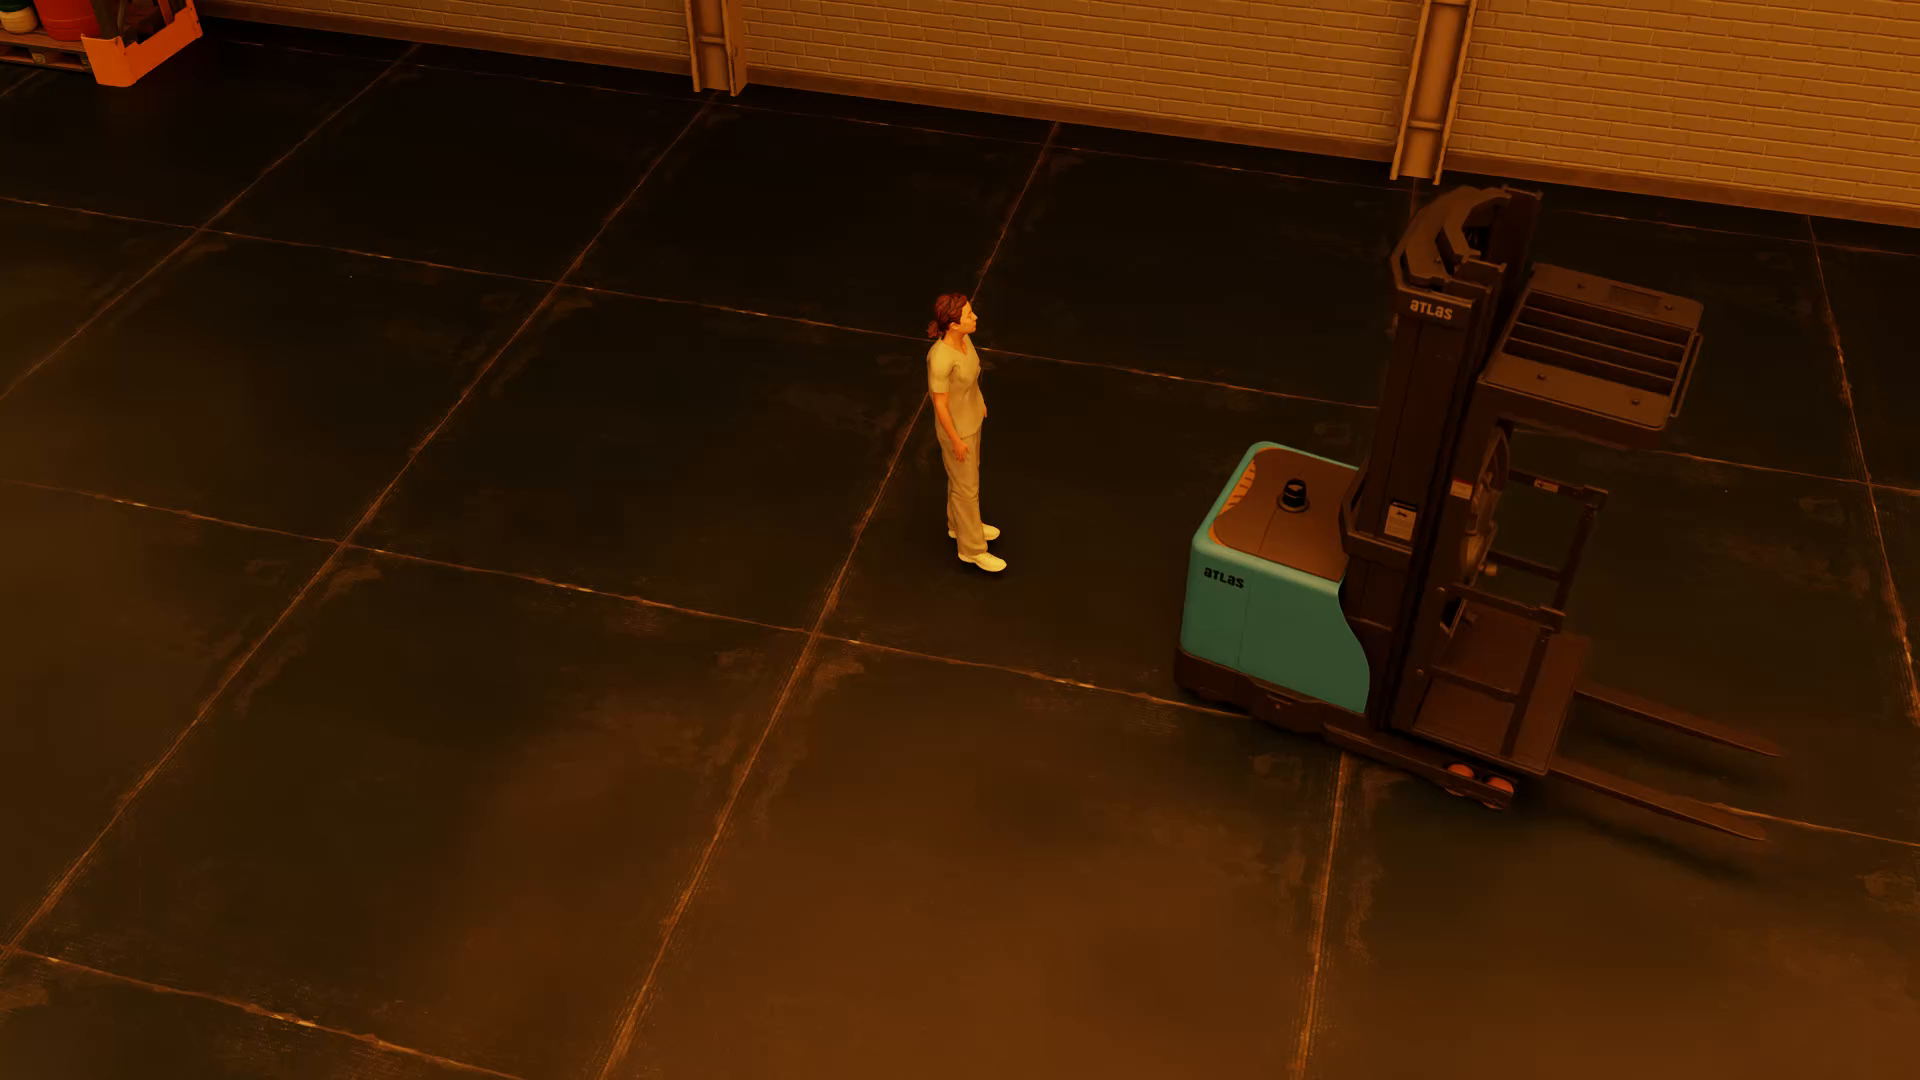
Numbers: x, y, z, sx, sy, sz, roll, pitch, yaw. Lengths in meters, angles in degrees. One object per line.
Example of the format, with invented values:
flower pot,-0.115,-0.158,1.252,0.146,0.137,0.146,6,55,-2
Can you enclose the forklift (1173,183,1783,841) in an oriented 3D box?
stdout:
forklift,2.721,-0.128,8.008,3.031,2.935,1.130,19,45,20

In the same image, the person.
person,0.067,-0.637,9.484,0.549,1.654,0.549,10,42,11
